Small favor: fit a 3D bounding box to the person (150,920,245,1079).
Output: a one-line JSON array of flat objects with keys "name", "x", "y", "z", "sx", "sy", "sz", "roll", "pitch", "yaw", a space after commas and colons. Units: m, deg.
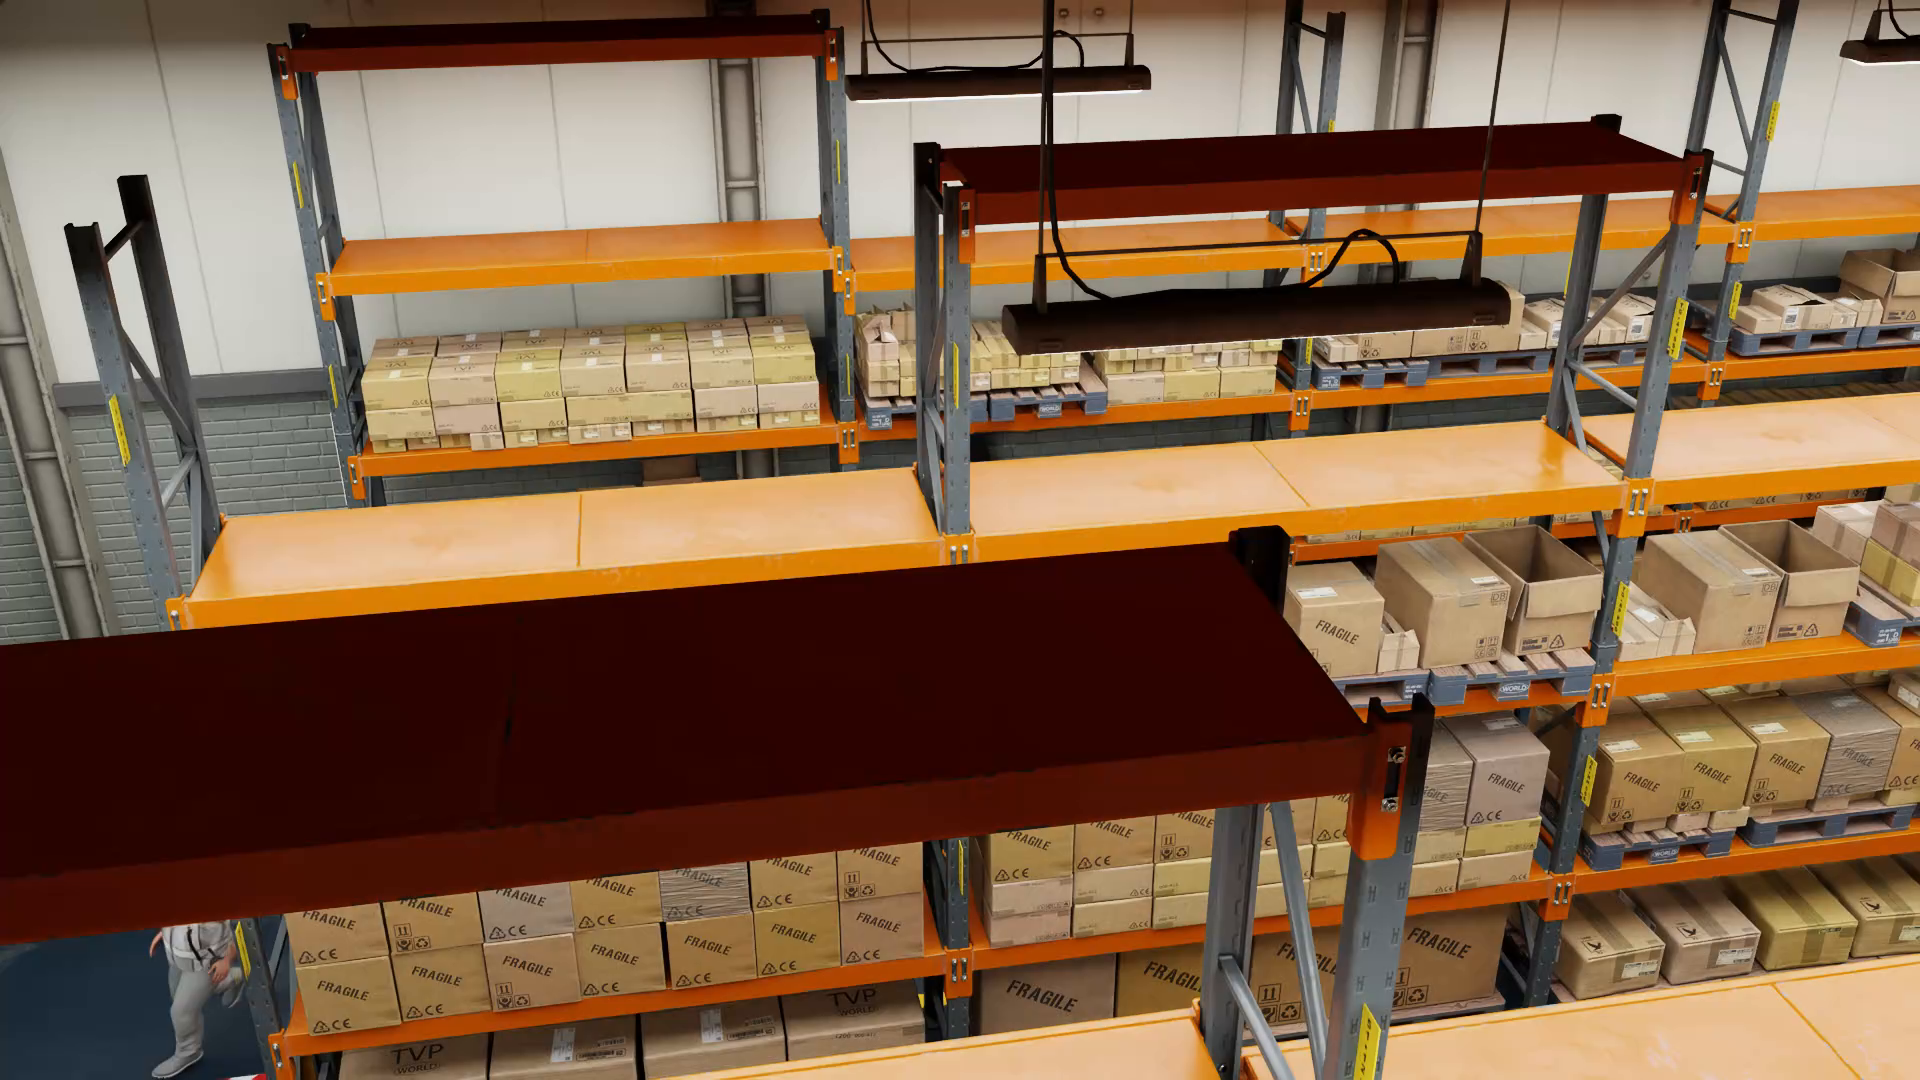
[{"name": "person", "x": -4.907, "y": 2.670, "z": 10.793, "sx": 0.719, "sy": 1.729, "sz": 0.837, "roll": 15, "pitch": 29, "yaw": 27}]
